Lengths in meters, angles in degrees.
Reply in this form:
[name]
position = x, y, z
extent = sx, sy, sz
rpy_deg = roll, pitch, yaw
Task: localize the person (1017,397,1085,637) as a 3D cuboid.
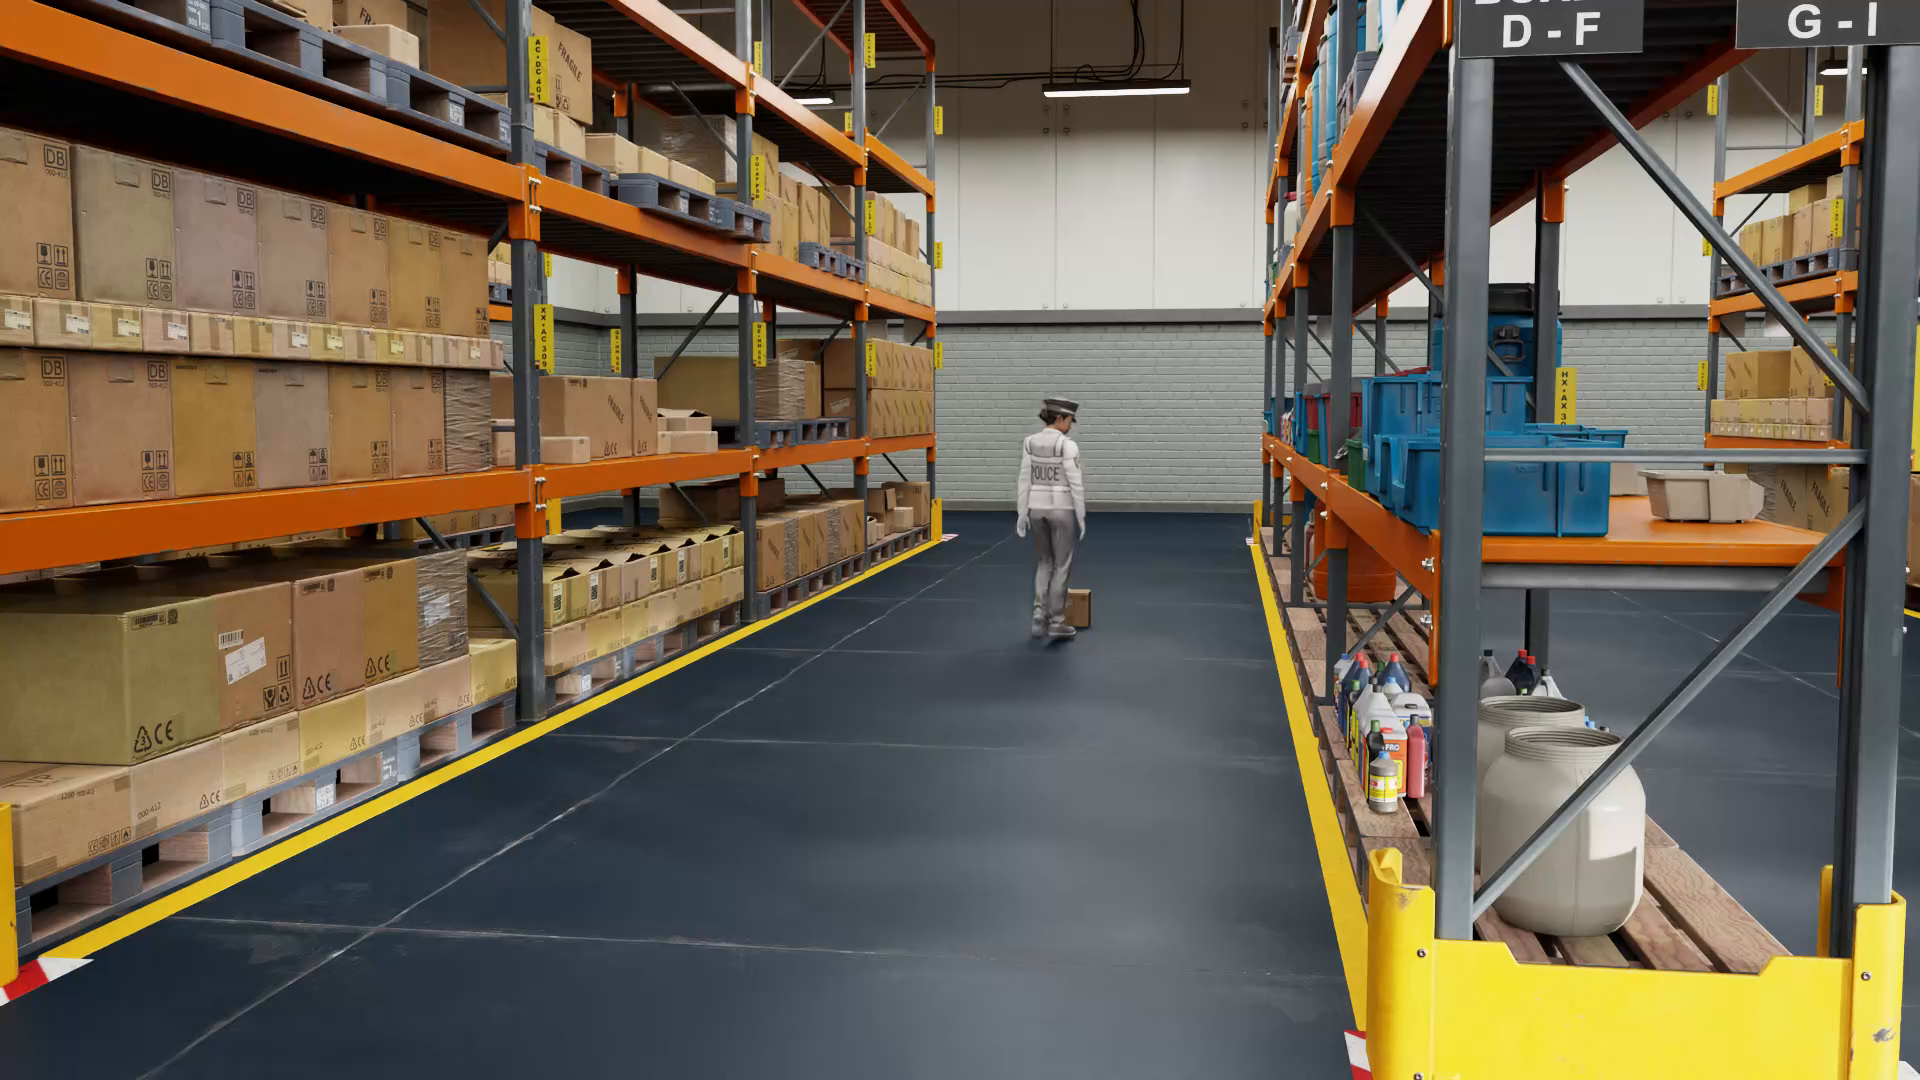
[person]
position = 0.676, -0.136, 11.574
extent = 0.517, 1.709, 0.380
rpy_deg = 4, 6, 38
